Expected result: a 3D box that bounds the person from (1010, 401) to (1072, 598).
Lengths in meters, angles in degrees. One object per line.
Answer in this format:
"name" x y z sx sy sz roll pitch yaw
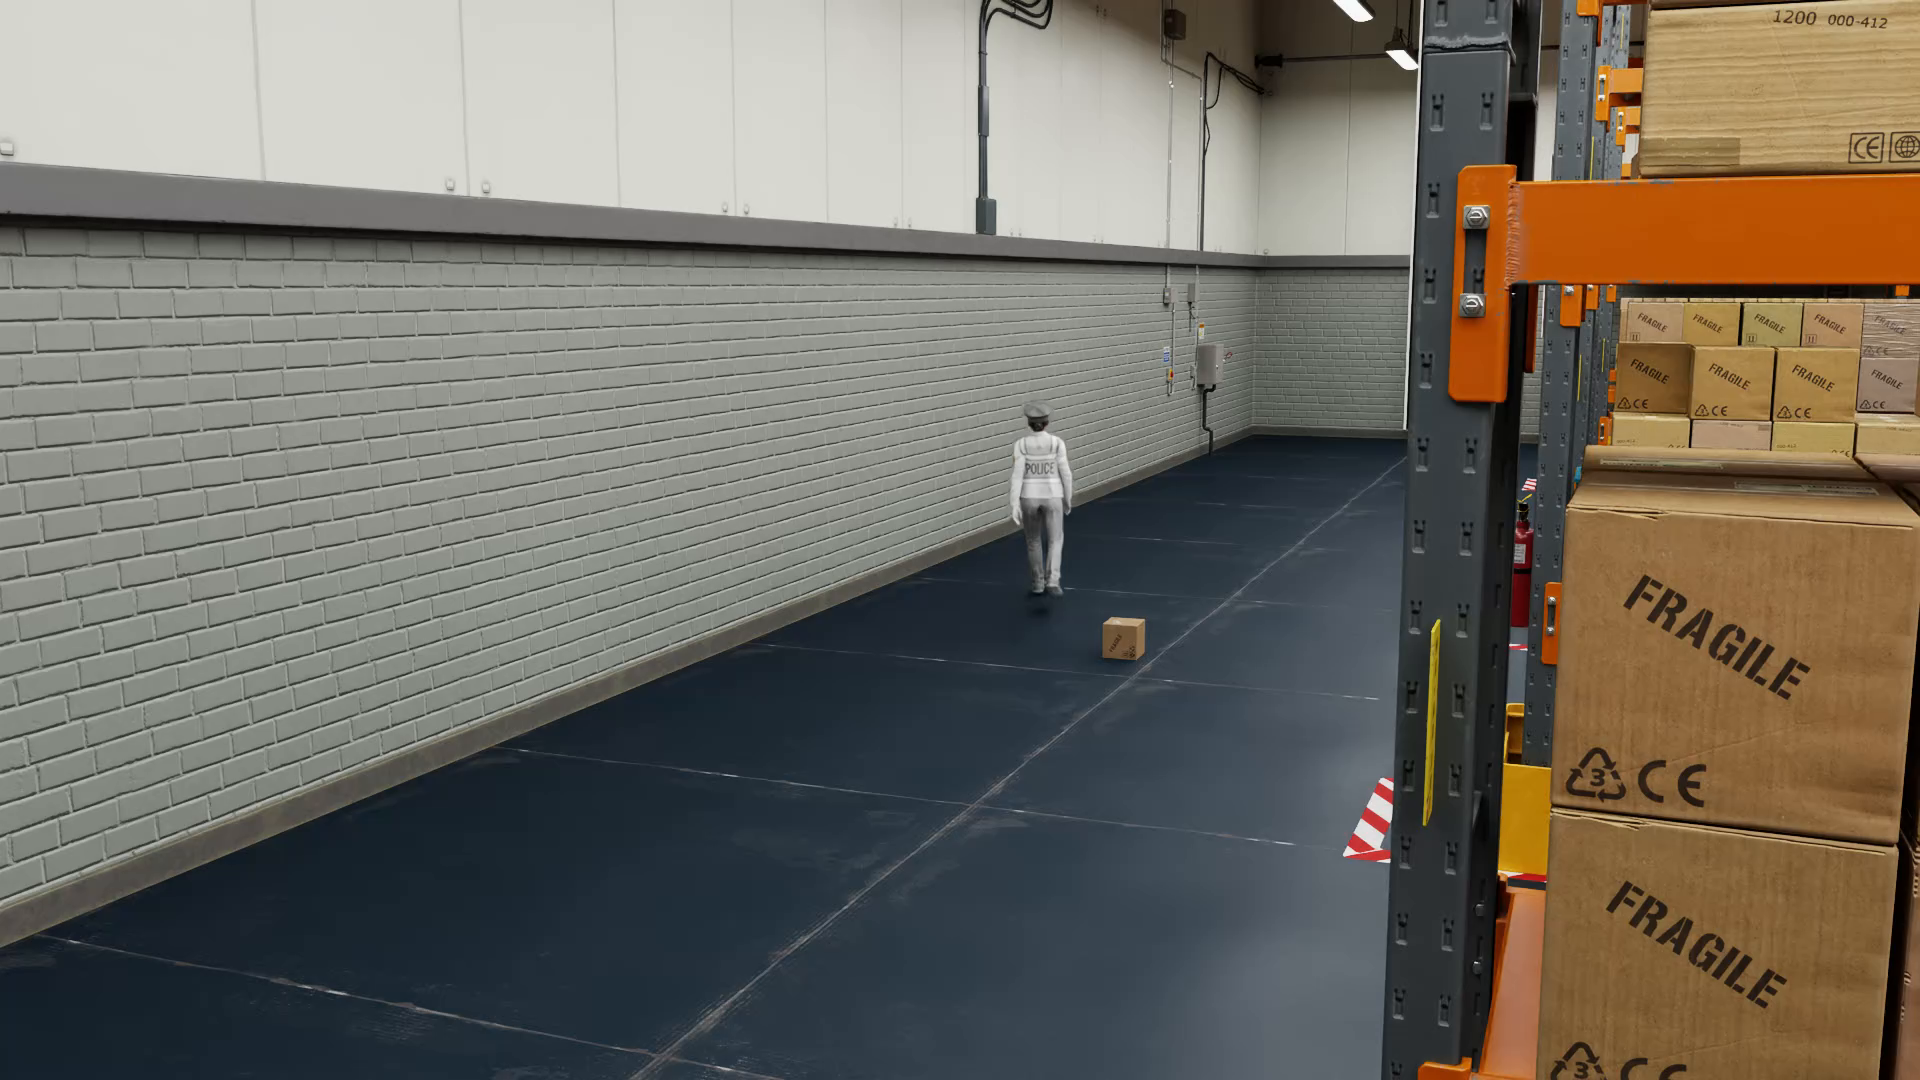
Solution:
"person" 0.674 -0.326 13.829 0.503 1.647 0.956 1 9 7
